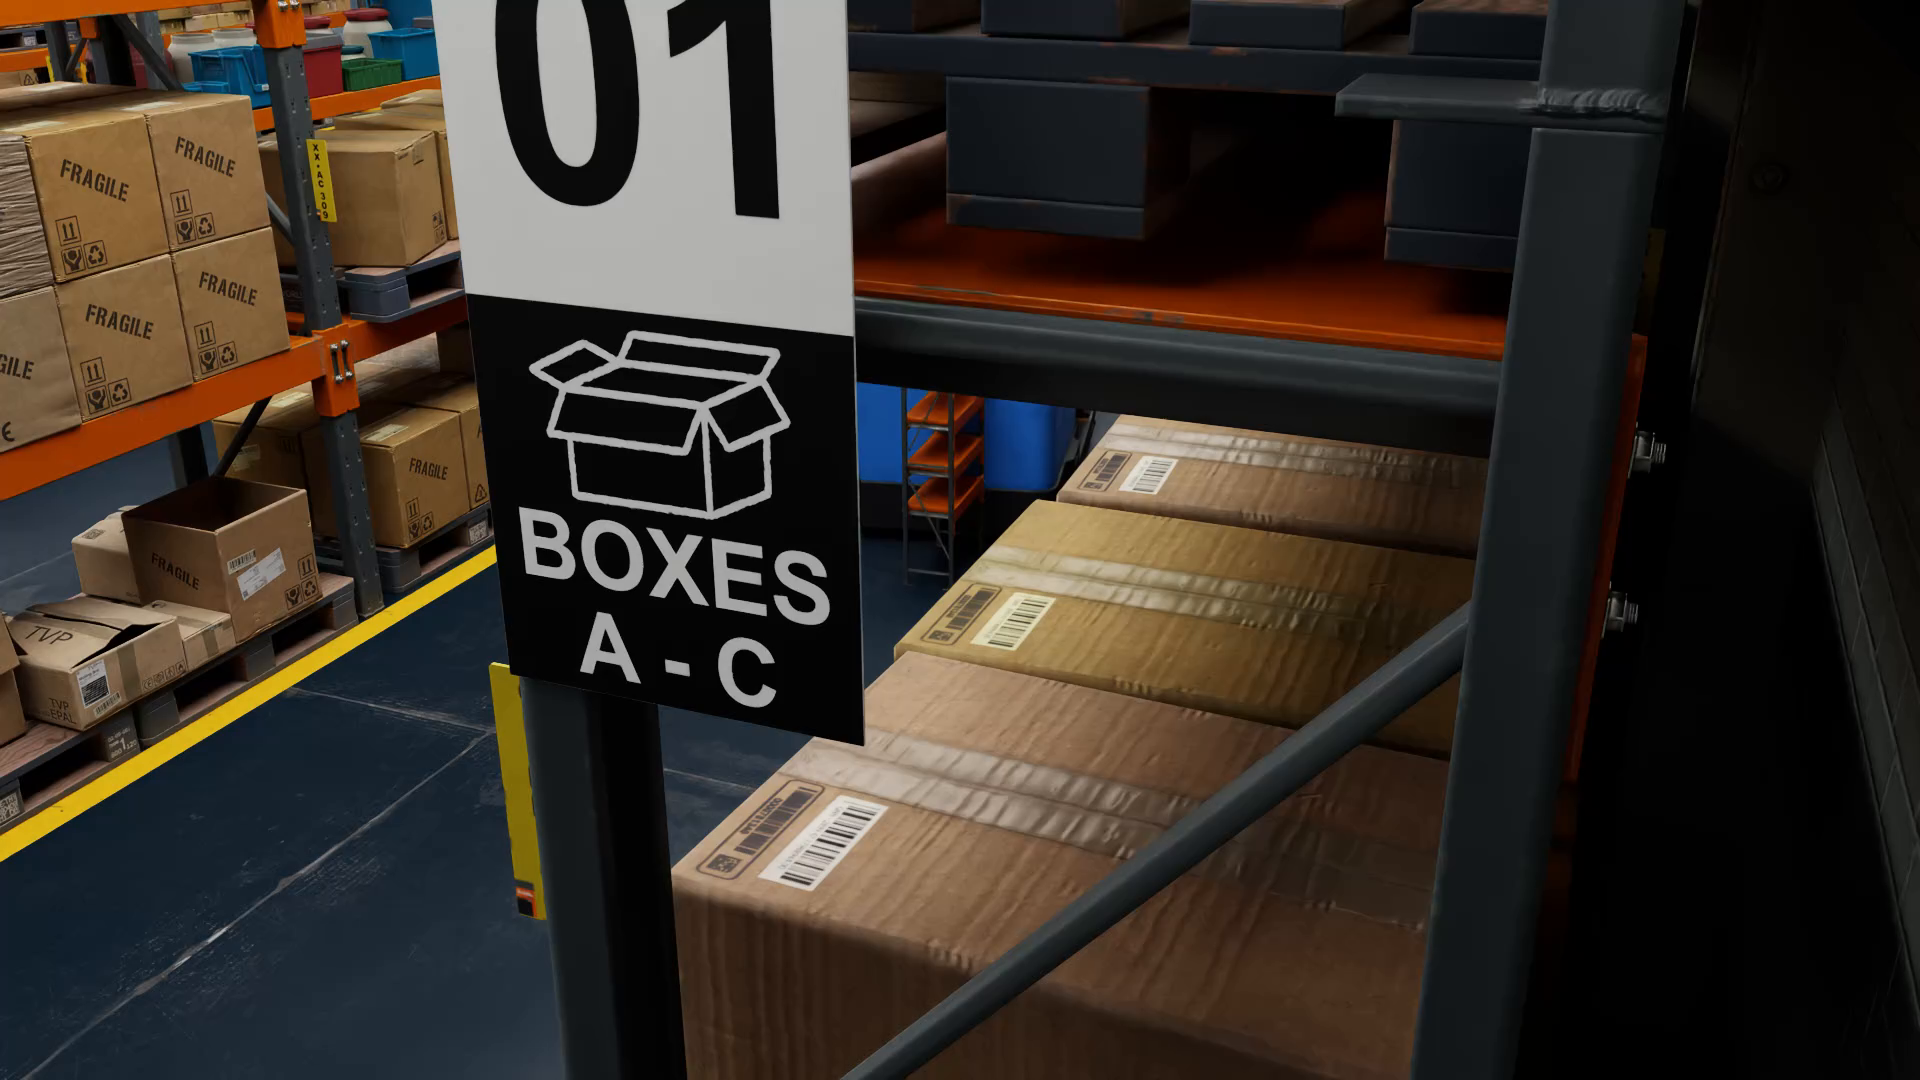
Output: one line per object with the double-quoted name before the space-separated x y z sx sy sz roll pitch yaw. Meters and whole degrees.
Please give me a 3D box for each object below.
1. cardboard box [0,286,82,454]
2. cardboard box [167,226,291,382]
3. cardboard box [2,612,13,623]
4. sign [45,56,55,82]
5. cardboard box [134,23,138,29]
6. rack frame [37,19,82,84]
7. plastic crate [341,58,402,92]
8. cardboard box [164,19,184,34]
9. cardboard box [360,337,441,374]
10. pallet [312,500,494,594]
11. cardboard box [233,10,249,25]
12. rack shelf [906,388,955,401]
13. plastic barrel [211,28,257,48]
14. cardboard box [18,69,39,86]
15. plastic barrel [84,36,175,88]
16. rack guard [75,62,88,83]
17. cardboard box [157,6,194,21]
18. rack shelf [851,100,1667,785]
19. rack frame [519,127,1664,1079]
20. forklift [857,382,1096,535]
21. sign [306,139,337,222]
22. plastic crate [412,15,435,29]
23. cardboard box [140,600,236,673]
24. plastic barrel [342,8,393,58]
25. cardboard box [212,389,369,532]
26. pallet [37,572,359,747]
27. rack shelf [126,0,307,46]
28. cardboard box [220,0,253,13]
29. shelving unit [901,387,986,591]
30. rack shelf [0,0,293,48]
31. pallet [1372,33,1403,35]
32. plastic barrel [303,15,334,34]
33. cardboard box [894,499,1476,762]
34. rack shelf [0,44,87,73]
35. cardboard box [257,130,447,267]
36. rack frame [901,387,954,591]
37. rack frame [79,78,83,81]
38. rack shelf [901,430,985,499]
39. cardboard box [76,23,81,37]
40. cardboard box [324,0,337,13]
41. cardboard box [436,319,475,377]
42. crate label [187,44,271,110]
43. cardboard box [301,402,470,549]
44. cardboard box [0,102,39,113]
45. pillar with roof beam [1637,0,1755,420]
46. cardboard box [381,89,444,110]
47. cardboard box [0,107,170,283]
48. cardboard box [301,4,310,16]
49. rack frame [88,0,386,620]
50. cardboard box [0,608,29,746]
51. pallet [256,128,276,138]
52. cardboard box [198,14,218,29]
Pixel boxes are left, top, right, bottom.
"cardboard box" -3.407 -0.584 5.627 0.500 0.500 0.500 9 24 21
"cardboard box" -3.028 -0.953 6.510 0.500 0.500 0.500 9 24 21
"cardboard box" -3.750 0.412 6.477 0.380 0.166 0.250 9 24 20
"sign" -6.706 -3.416 12.324 0.100 0.325 0.005 9 24 20
"cardboard box" -8.841 -5.410 17.637 0.380 0.149 0.250 9 24 20
"rack frame" -9.306 -5.405 17.298 1.000 3.000 0.127 9 24 20
"plastic crate" -5.092 -3.934 14.052 0.450 0.188 0.662 9 24 20
"cardboard box" -8.690 -5.595 18.078 0.380 0.149 0.250 9 24 20
"cardboard box" -2.786 -0.745 8.813 0.500 0.500 0.500 9 24 21
"pallet" -2.814 -0.132 8.293 1.003 0.211 1.213 9 24 20
"cardboard box" -8.351 -5.957 18.947 0.380 0.149 0.250 9 24 20
"rack shelf" -0.073 -0.781 7.544 0.258 0.148 0.480 7 24 16
"plastic barrel" -5.853 -3.865 13.467 0.421 0.512 0.421 0 23 0
"cardboard box" -12.578 -6.544 22.236 0.875 0.875 0.875 9 24 20
"plastic barrel" -6.302 -3.537 12.648 0.600 0.536 0.708 9 24 20
"rack guard" -12.378 -6.438 23.014 1.175 0.500 0.348 9 24 20
"cardboard box" -8.863 -5.914 18.002 0.875 0.500 0.500 9 24 20
"rack shelf" 0.777 -0.751 3.198 1.077 0.370 4.000 9 24 20
"rack frame" 0.034 1.017 1.924 1.000 3.000 0.127 9 24 20
"forklift" 0.191 -1.900 8.995 1.130 2.935 3.031 4 23 9
"sign" -2.574 -1.447 6.699 0.100 0.325 0.005 9 24 20
"plastic crate" -4.603 -4.508 15.068 0.402 0.464 0.583 9 24 20
"cardboard box" -3.113 0.377 6.583 0.380 0.149 0.250 9 24 20
"plastic barrel" -5.266 -4.447 14.829 0.433 0.535 0.433 0 23 0
"cardboard box" -3.164 -0.390 7.963 0.500 0.500 0.500 9 24 20
"pallet" -3.337 0.410 6.995 1.003 0.211 1.213 9 24 20
"rack shelf" -2.338 -2.890 8.319 1.077 0.370 4.000 9 24 20
"cardboard box" -8.546 -6.281 18.879 0.875 0.500 0.500 9 24 20
"shelving unit" -0.073 -0.419 7.696 0.258 1.200 0.503 7 24 16
"rack shelf" -3.824 -1.459 4.892 1.077 0.370 4.000 9 24 20
"pallet" 0.751 -1.031 3.051 1.003 0.211 1.213 9 24 20
"plastic barrel" -5.538 -4.185 14.201 0.433 0.535 0.433 0 23 0
"cardboard box" 0.474 0.433 2.934 0.980 0.700 0.700 9 24 20
"rack shelf" -10.048 -4.357 15.723 1.077 0.370 4.000 9 24 20
"cardboard box" -2.697 -1.500 7.274 0.700 0.500 0.500 1 23 2
"rack frame" -0.145 -0.329 7.480 0.240 1.200 0.015 7 24 16
"rack frame" -12.387 -7.583 22.511 1.000 3.000 0.127 9 24 20
"rack shelf" -0.073 -0.357 7.722 0.258 0.148 0.480 7 24 16
"cardboard box" -9.499 -5.408 17.631 0.380 0.149 0.250 9 24 20
"cardboard box" -7.827 -6.499 20.244 0.380 0.149 0.250 9 24 20
"cardboard box" -2.304 -1.014 8.485 0.500 0.250 0.500 9 24 20
"crate label" -5.573 -3.597 12.925 0.502 0.435 0.616 9 24 20
"cardboard box" -2.675 -0.310 7.773 0.500 0.500 0.500 8 24 18
"cardboard box" -3.708 -1.317 6.084 0.500 0.500 0.500 8 24 18
"pillar with roof beam" 0.294 -5.572 9.914 9.100 9.000 0.400 9 24 20
"cardboard box" -2.482 -2.003 8.480 0.700 0.500 0.500 3 23 7
"cardboard box" -3.216 -1.228 5.872 0.500 0.500 0.500 8 24 19
"cardboard box" -7.980 -6.315 19.803 0.380 0.149 0.250 9 24 20
"rack frame" -3.081 -1.122 7.045 1.000 3.000 0.127 9 24 20
"cardboard box" -3.774 0.500 5.830 0.797 0.503 0.637 9 24 20
"pallet" -8.637 -4.802 19.472 1.003 0.211 1.213 9 24 20
"cardboard box" -8.505 -5.774 18.507 0.380 0.149 0.250 9 24 20
